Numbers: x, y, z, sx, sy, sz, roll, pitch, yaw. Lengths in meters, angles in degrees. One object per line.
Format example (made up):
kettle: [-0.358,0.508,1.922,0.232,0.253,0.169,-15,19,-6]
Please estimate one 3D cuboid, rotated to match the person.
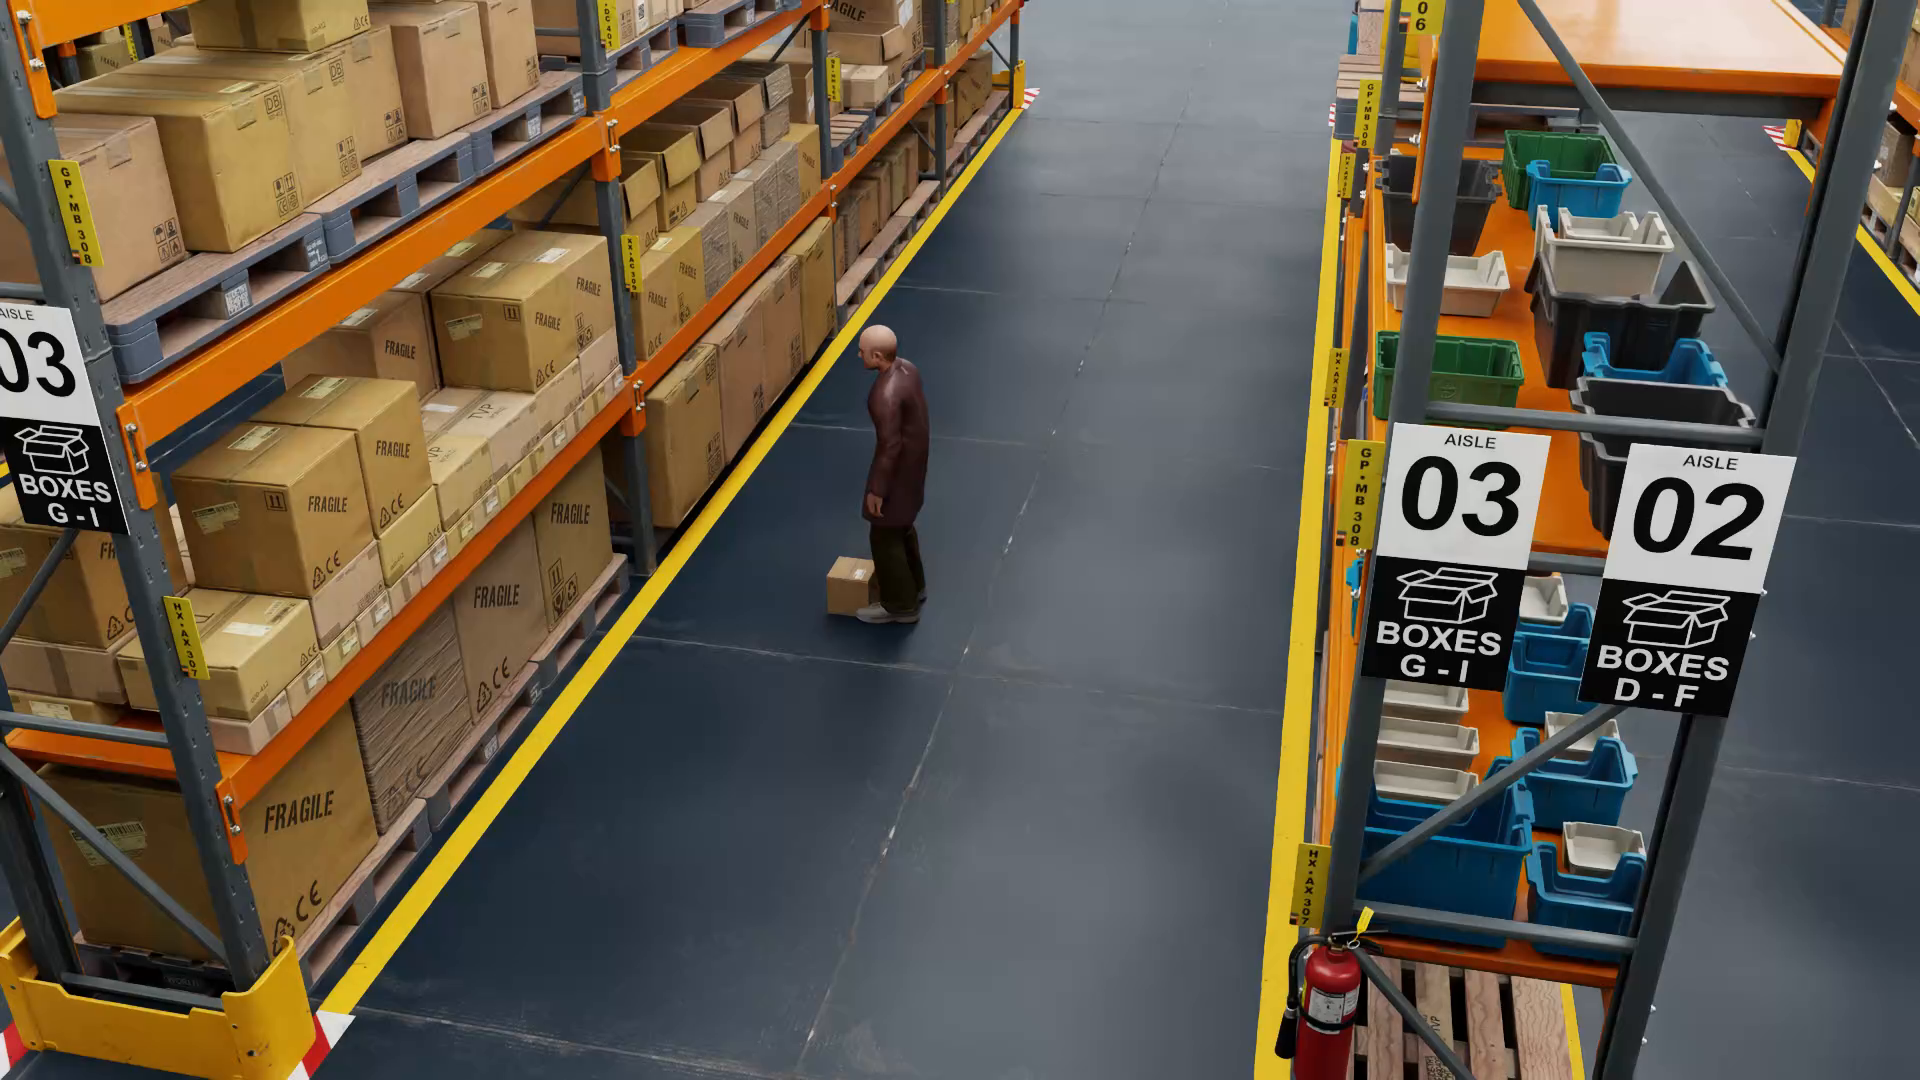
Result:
person: [-0.379,-0.370,9.324,0.415,1.774,0.654,5,29,9]
